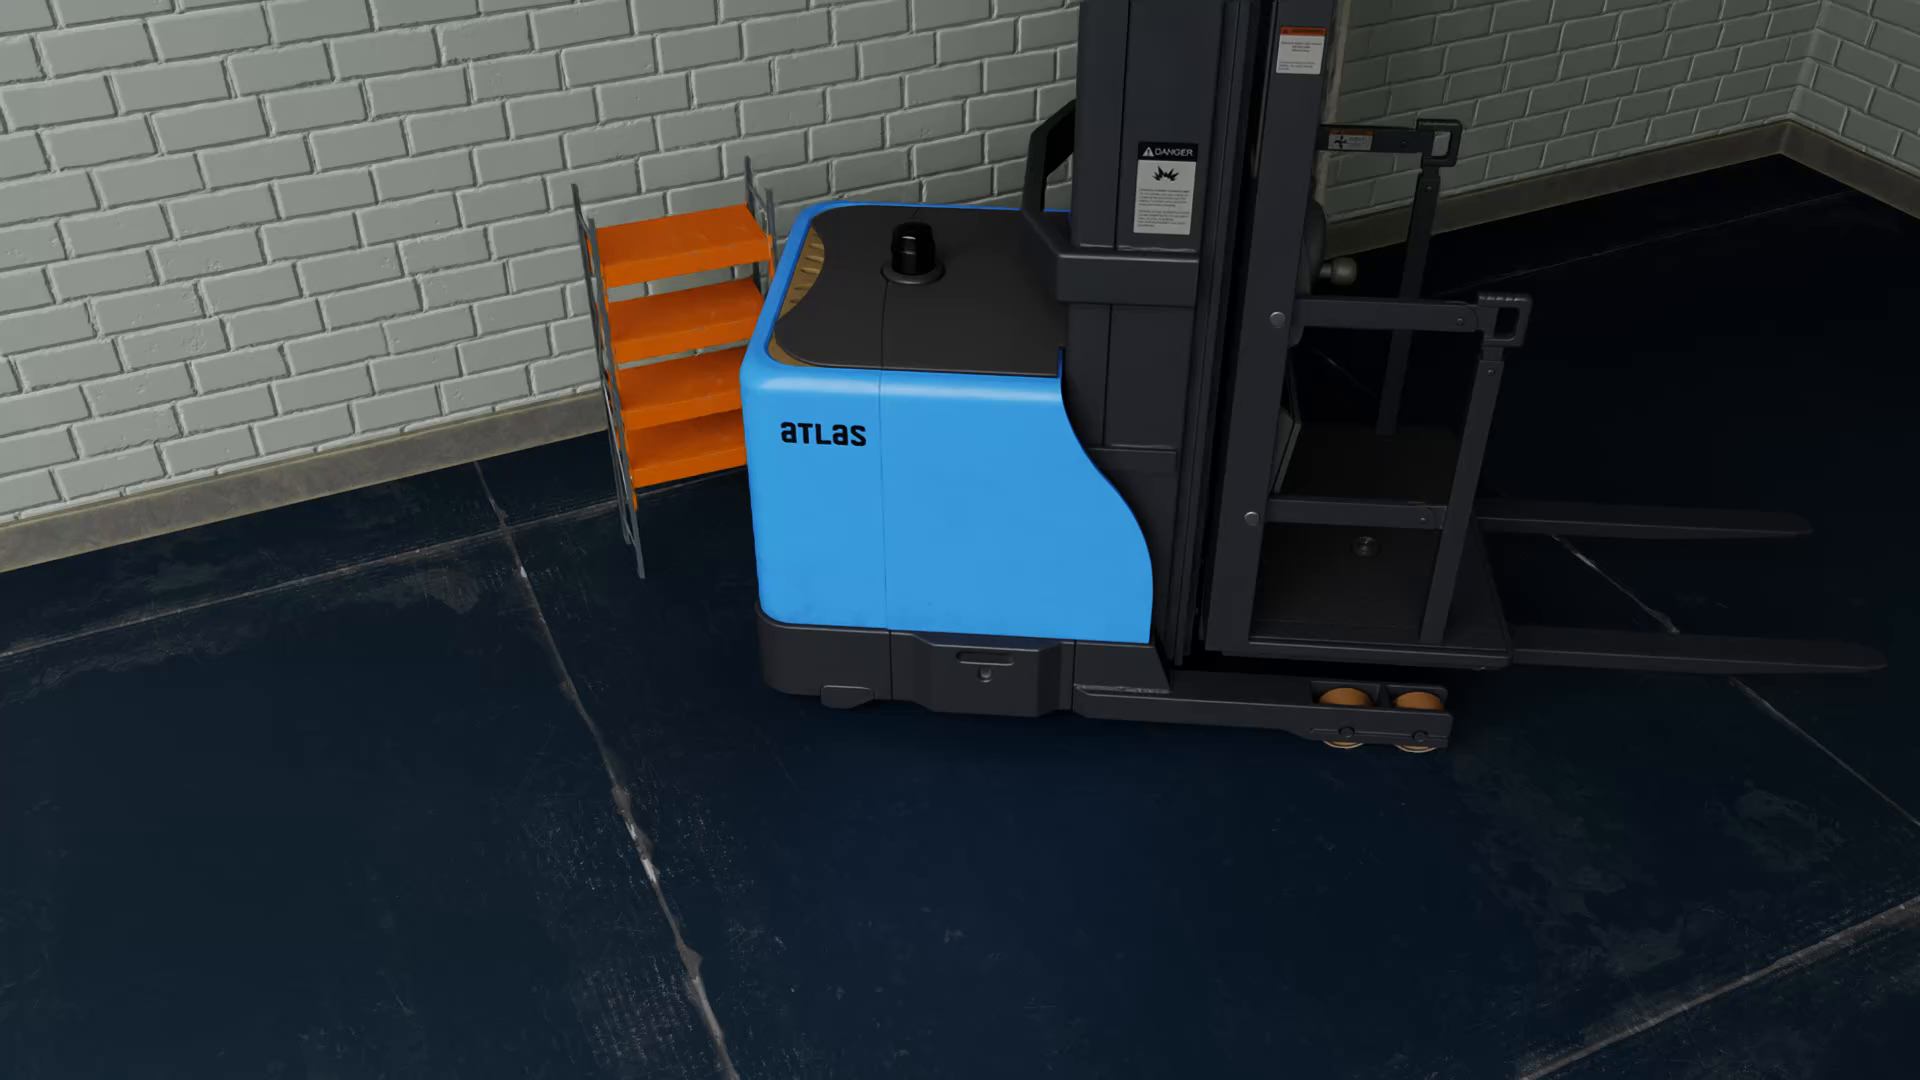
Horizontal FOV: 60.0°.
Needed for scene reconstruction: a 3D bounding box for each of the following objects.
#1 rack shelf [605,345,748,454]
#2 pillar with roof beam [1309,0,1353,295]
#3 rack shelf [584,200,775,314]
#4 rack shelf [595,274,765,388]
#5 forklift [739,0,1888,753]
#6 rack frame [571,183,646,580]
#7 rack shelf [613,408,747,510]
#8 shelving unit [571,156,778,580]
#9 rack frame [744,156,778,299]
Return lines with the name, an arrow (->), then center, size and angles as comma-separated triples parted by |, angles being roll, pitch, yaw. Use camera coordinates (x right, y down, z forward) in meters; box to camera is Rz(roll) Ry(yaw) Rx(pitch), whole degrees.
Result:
rack shelf -> -0.787, -0.428, 4.933 | 0.480, 0.148, 0.258 | -13, 39, -17
pillar with roof beam -> 2.960, -2.256, 0.738 | 0.400, 9.000, 9.100 | -16, 39, -20
rack shelf -> -0.787, -0.798, 4.659 | 0.480, 0.148, 0.258 | -13, 39, -17
rack shelf -> -0.787, -0.608, 4.800 | 0.480, 0.148, 0.258 | -13, 39, -17
forklift -> 0.990, -0.937, 4.052 | 3.031, 2.935, 1.130 | 3, 37, 4
rack frame -> -1.014, -0.429, 4.821 | 0.015, 1.200, 0.240 | -13, 39, -17
rack shelf -> -0.787, -0.269, 5.052 | 0.480, 0.148, 0.258 | -13, 39, -17
shelving unit -> -0.787, -0.482, 4.893 | 0.503, 1.200, 0.258 | -13, 39, -17
rack frame -> -0.560, -0.536, 4.966 | 0.015, 1.200, 0.240 | -13, 39, -17
